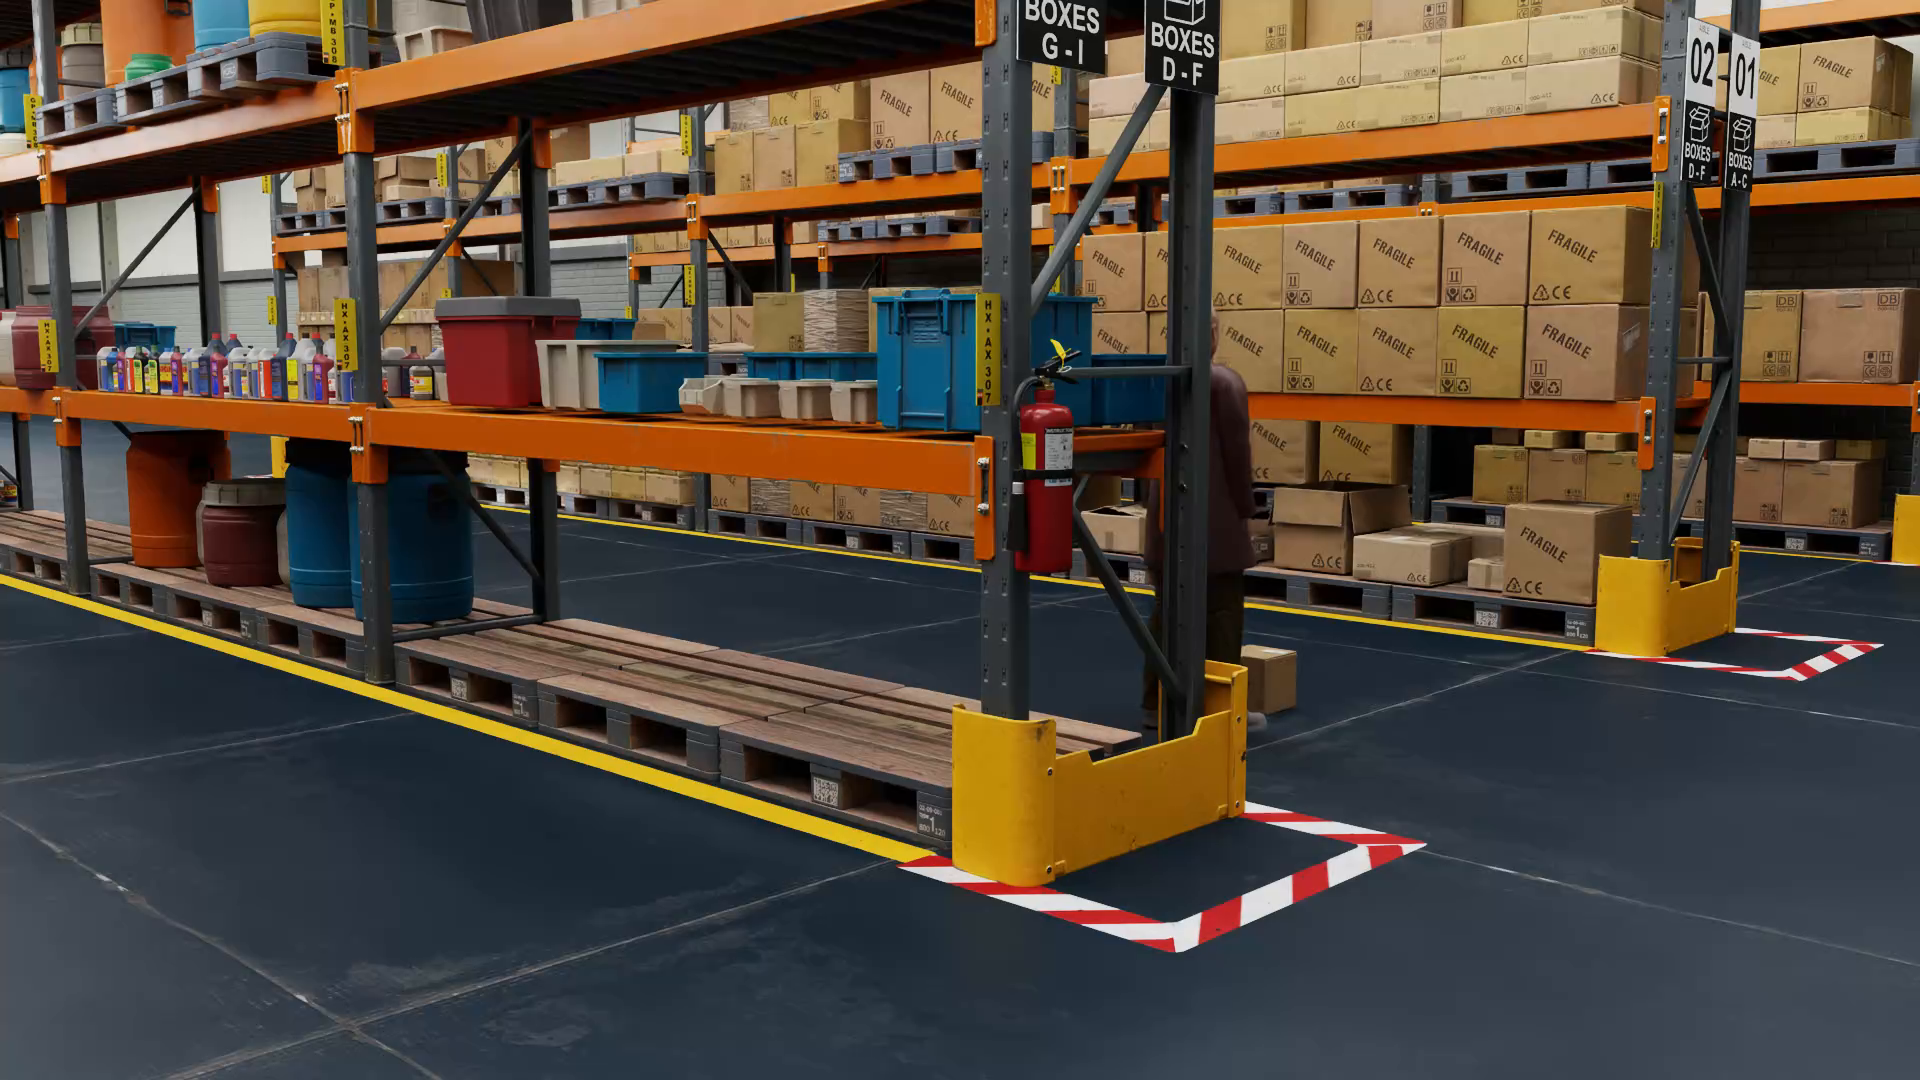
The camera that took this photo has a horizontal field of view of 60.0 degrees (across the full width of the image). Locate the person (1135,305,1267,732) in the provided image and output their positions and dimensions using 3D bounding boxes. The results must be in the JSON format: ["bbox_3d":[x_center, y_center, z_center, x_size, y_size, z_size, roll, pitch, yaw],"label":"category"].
[{"bbox_3d":[0.987,-0.101,6.917,0.565,1.788,0.410,7,9,44],"label":"person"}]
